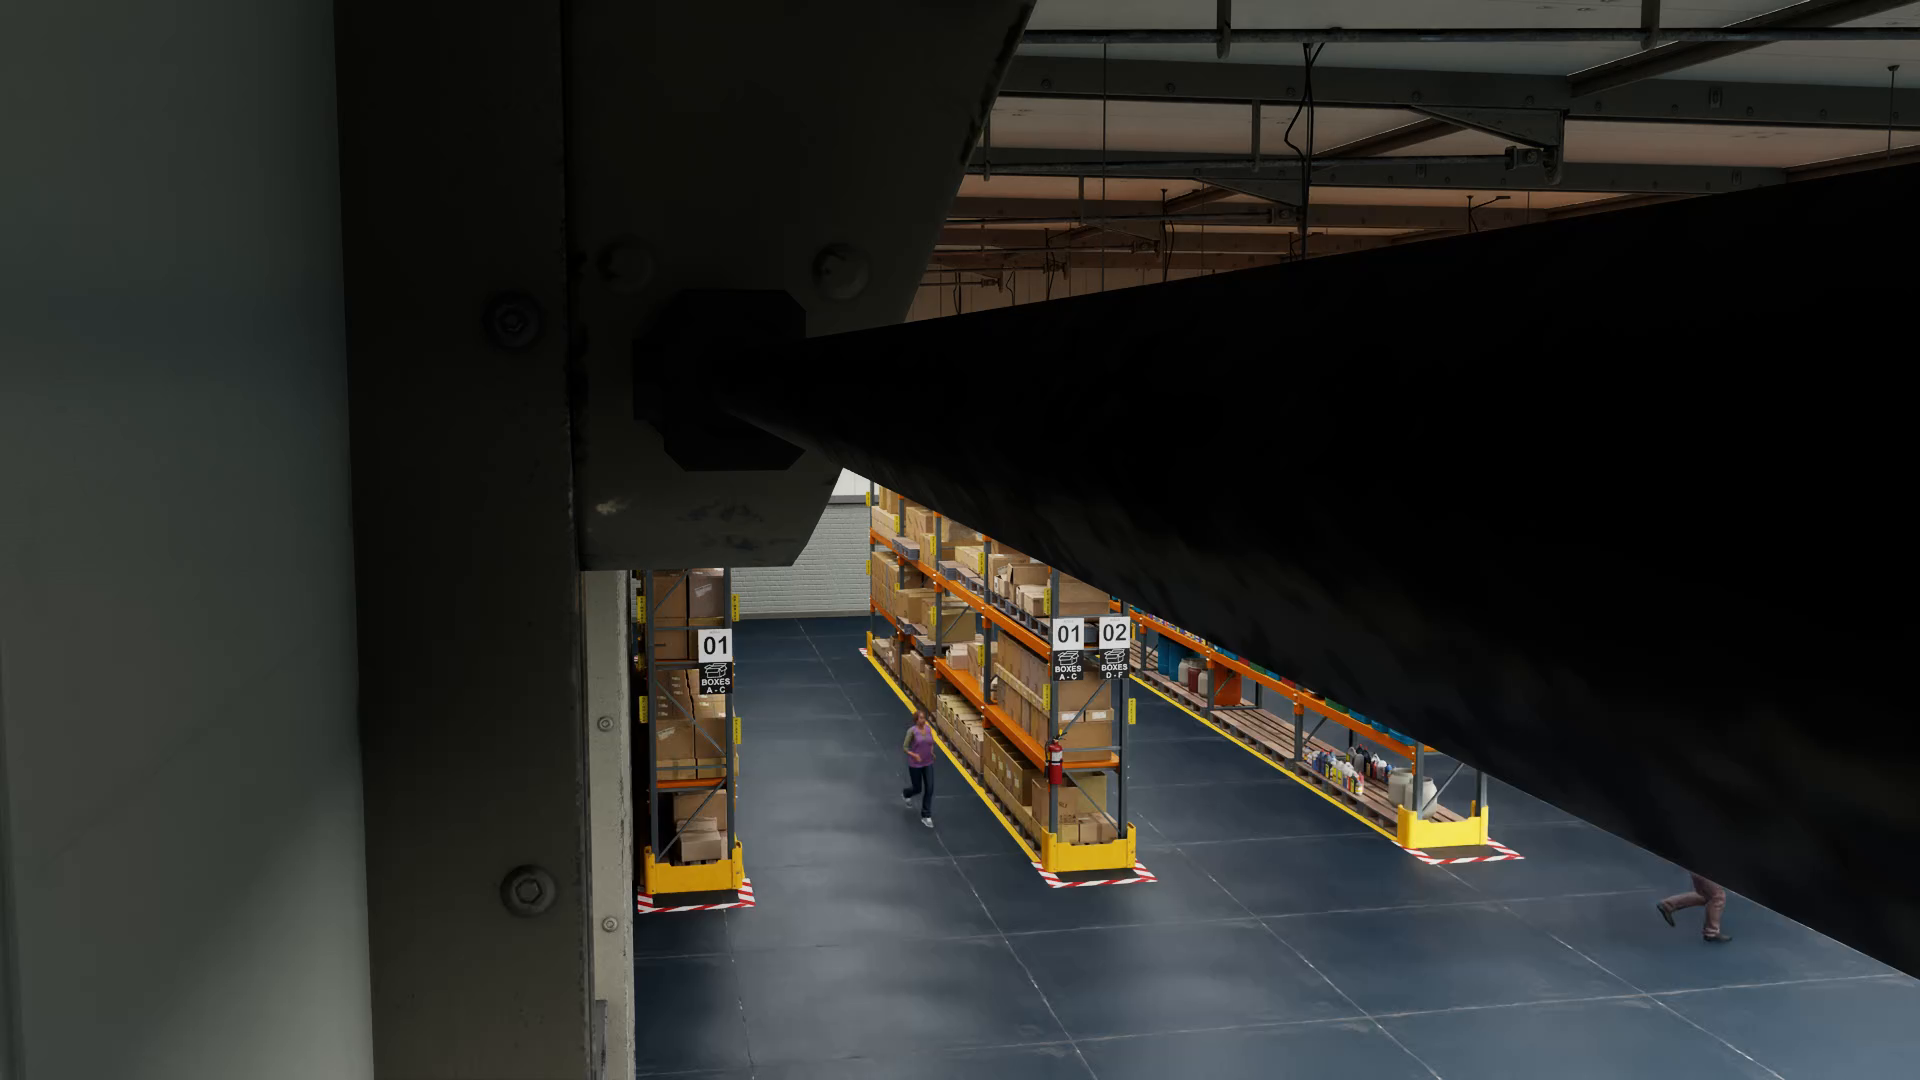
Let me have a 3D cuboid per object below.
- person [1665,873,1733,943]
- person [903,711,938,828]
[{"bbox_3d":[8.184,3.583,18.300,0.716,1.686,0.658,2,6,16],"label":"person"},{"bbox_3d":[-0.548,3.151,23.108,0.537,1.586,0.744,-3,7,-27],"label":"person"}]
